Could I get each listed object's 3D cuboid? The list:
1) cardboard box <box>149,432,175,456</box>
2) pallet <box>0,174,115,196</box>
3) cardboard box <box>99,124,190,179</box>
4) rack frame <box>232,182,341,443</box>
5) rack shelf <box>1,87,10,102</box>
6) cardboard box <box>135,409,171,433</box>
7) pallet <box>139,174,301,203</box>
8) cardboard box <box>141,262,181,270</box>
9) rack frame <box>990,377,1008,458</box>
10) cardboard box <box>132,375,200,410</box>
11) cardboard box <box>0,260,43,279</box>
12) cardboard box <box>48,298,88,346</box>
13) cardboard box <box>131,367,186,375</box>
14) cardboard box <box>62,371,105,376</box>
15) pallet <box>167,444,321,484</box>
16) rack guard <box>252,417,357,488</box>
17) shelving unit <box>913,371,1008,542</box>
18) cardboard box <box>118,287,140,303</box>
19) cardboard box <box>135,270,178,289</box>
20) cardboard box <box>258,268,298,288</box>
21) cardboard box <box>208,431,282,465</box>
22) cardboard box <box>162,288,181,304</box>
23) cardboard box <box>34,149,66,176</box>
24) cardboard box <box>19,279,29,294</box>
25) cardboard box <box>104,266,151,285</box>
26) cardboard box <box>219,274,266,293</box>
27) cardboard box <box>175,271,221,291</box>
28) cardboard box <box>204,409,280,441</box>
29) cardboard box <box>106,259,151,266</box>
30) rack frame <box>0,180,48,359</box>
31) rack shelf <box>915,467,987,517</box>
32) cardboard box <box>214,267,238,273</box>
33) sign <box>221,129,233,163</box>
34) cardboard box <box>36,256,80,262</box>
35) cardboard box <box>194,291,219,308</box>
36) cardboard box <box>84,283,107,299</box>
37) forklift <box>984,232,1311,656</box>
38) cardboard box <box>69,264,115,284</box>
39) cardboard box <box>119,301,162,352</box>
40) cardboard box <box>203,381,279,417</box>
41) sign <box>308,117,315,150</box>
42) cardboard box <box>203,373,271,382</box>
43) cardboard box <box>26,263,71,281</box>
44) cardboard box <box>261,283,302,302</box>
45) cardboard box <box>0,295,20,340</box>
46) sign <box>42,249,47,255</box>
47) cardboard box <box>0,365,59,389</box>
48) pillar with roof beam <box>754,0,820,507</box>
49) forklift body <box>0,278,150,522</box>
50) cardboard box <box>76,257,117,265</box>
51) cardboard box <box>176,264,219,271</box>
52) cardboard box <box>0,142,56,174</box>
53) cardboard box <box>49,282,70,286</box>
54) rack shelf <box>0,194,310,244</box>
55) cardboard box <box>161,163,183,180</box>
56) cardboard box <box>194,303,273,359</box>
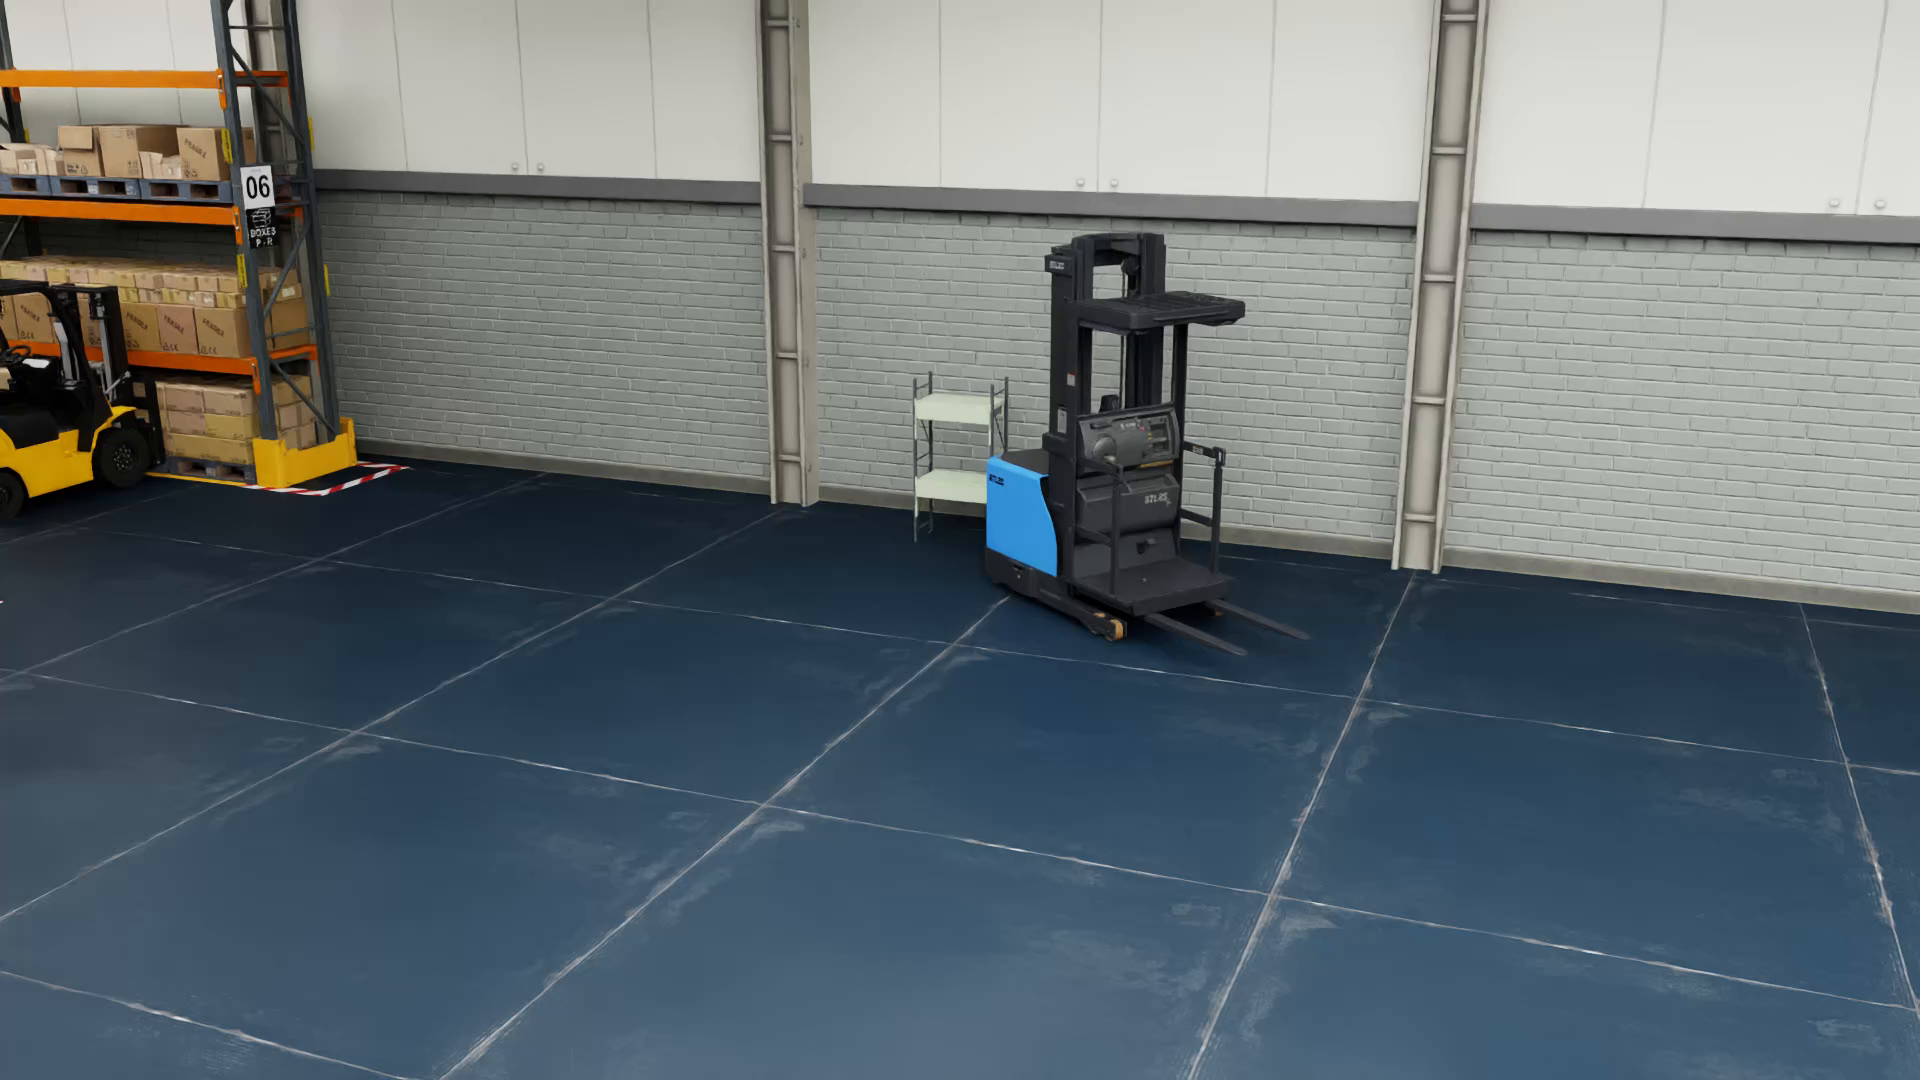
[{"bbox_3d":[-8.369,-1.088,17.718,0.500,0.250,0.500,6,17,21],"label":"cardboard box"},{"bbox_3d":[-9.813,-3.860,17.868,1.213,0.211,1.003,6,17,21],"label":"pallet"},{"bbox_3d":[-8.313,-3.984,17.026,0.500,0.500,0.700,6,17,21],"label":"cardboard box"},{"bbox_3d":[-6.895,-2.133,17.142,0.127,3.000,1.000,6,17,21],"label":"rack frame"},{"bbox_3d":[-12.477,-5.091,18.576,4.000,0.370,1.077,6,17,21],"label":"rack shelf"},{"bbox_3d":[-8.413,-1.325,17.639,0.500,0.250,0.500,6,17,19],"label":"cardboard box"},{"bbox_3d":[-7.543,-3.610,17.008,1.213,0.211,1.003,6,17,21],"label":"pallet"},{"bbox_3d":[-8.558,-2.891,17.876,0.250,0.149,0.380,6,17,21],"label":"cardboard box"},{"bbox_3d":[0.347,-0.682,14.833,0.023,1.500,0.400,6,17,21],"label":"rack frame"},{"bbox_3d":[-8.388,-1.561,17.555,0.500,0.250,0.500,7,17,21],"label":"cardboard box"},{"bbox_3d":[-10.146,-2.937,18.032,0.250,0.149,0.380,7,17,21],"label":"cardboard box"},{"bbox_3d":[-9.337,-2.377,17.802,0.500,0.500,0.500,6,17,20],"label":"cardboard box"},{"bbox_3d":[-8.674,-1.751,18.211,0.500,0.250,0.500,6,17,20],"label":"cardboard box"},{"bbox_3d":[-9.342,-1.670,17.932,0.500,0.250,0.500,7,18,23],"label":"cardboard box"},{"bbox_3d":[-7.622,-0.862,17.763,1.213,0.211,1.003,6,17,21],"label":"pallet"},{"bbox_3d":[-6.873,-0.930,17.482,0.348,0.500,1.175,6,17,21],"label":"rack guard"},{"bbox_3d":[0.006,-0.720,14.962,0.755,1.500,0.431,6,17,21],"label":"shelving unit"},{"bbox_3d":[-8.523,-2.581,17.340,0.250,0.149,0.380,6,17,21],"label":"cardboard box"},{"bbox_3d":[-8.287,-2.697,17.208,0.250,0.149,0.380,7,18,22],"label":"cardboard box"},{"bbox_3d":[-7.129,-2.725,17.305,0.250,0.149,0.380,6,17,20],"label":"cardboard box"},{"bbox_3d":[-7.448,-0.981,17.350,0.500,0.250,0.500,6,17,21],"label":"cardboard box"},{"bbox_3d":[-8.015,-2.545,17.217,0.250,0.149,0.380,6,17,20],"label":"cardboard box"},{"bbox_3d":[-9.347,-3.938,17.285,0.258,0.266,0.396,6,17,19],"label":"cardboard box"},{"bbox_3d":[-9.922,-2.756,17.943,0.250,0.149,0.380,6,17,21],"label":"cardboard box"},{"bbox_3d":[-8.735,-2.773,17.469,0.250,0.149,0.380,7,17,21],"label":"cardboard box"},{"bbox_3d":[-7.306,-2.618,16.934,0.250,0.149,0.380,6,17,21],"label":"cardboard box"},{"bbox_3d":[-7.800,-2.655,17.061,0.250,0.149,0.380,7,17,22],"label":"cardboard box"},{"bbox_3d":[-7.463,-1.223,17.289,0.500,0.250,0.500,6,17,20],"label":"cardboard box"},{"bbox_3d":[-9.029,-2.951,18.083,0.250,0.149,0.380,6,17,20],"label":"cardboard box"},{"bbox_3d":[-10.616,-2.543,18.551,0.127,3.000,1.000,6,17,21],"label":"rack frame"},{"bbox_3d":[0.006,-0.406,15.053,0.720,0.370,0.431,6,17,21],"label":"rack shelf"},{"bbox_3d":[-7.611,-2.784,17.508,0.250,0.149,0.380,7,17,22],"label":"cardboard box"},{"bbox_3d":[-7.107,-3.822,16.131,0.005,0.325,0.100,6,17,21],"label":"sign"},{"bbox_3d":[-9.990,-3.054,18.438,0.250,0.149,0.380,6,17,19],"label":"cardboard box"},{"bbox_3d":[-7.569,-2.474,16.973,0.250,0.149,0.380,7,17,22],"label":"cardboard box"},{"bbox_3d":[-8.985,-2.638,17.537,0.250,0.149,0.380,6,17,19],"label":"cardboard box"},{"bbox_3d":[1.425,-0.793,12.648,1.130,2.935,3.031,-10,19,-31],"label":"forklift"},{"bbox_3d":[-9.201,-2.824,17.645,0.250,0.149,0.380,6,17,20],"label":"cardboard box"},{"bbox_3d":[-8.405,-2.271,17.438,0.500,0.500,0.500,6,17,20],"label":"cardboard box"},{"bbox_3d":[-7.438,-1.461,17.211,0.500,0.250,0.500,7,18,22],"label":"cardboard box"},{"bbox_3d":[-6.686,-4.175,17.085,0.005,0.325,0.100,6,17,21],"label":"sign"},{"bbox_3d":[-7.739,-1.643,17.839,0.500,0.250,0.500,6,17,21],"label":"cardboard box"},{"bbox_3d":[-9.710,-2.855,17.752,0.250,0.149,0.380,7,17,22],"label":"cardboard box"},{"bbox_3d":[-7.116,-2.595,17.389,0.250,0.149,0.380,6,17,19],"label":"cardboard box"},{"bbox_3d":[-10.299,-2.477,18.148,0.500,0.500,0.500,6,17,19],"label":"cardboard box"},{"bbox_3d":[-10.414,-3.140,18.916,0.005,0.325,0.100,6,17,21],"label":"sign"},{"bbox_3d":[-10.281,-1.773,18.286,0.500,0.250,0.500,6,17,20],"label":"cardboard box"},{"bbox_3d":[-3.210,-3.589,11.396,0.400,9.000,9.100,6,17,21],"label":"pillar with roof beam"},{"bbox_3d":[-9.329,-1.447,16.299,1.214,2.155,2.313,6,17,21],"label":"forklift body"},{"bbox_3d":[-9.483,-3.021,18.324,0.250,0.149,0.380,6,17,20],"label":"cardboard box"},{"bbox_3d":[-8.090,-2.834,17.679,0.250,0.149,0.380,7,18,22],"label":"cardboard box"},{"bbox_3d":[-9.932,-4.042,17.562,0.500,0.311,0.500,7,17,22],"label":"cardboard box"},{"bbox_3d":[-9.476,-2.684,17.696,0.250,0.149,0.380,6,17,20],"label":"cardboard box"},{"bbox_3d":[-8.756,-3.433,17.529,4.000,0.370,1.077,6,17,21],"label":"rack shelf"},{"bbox_3d":[-7.777,-3.709,16.707,0.250,0.149,0.380,6,17,19],"label":"cardboard box"},{"bbox_3d":[-7.449,-2.164,17.067,0.500,0.500,0.500,6,17,19],"label":"cardboard box"}]
